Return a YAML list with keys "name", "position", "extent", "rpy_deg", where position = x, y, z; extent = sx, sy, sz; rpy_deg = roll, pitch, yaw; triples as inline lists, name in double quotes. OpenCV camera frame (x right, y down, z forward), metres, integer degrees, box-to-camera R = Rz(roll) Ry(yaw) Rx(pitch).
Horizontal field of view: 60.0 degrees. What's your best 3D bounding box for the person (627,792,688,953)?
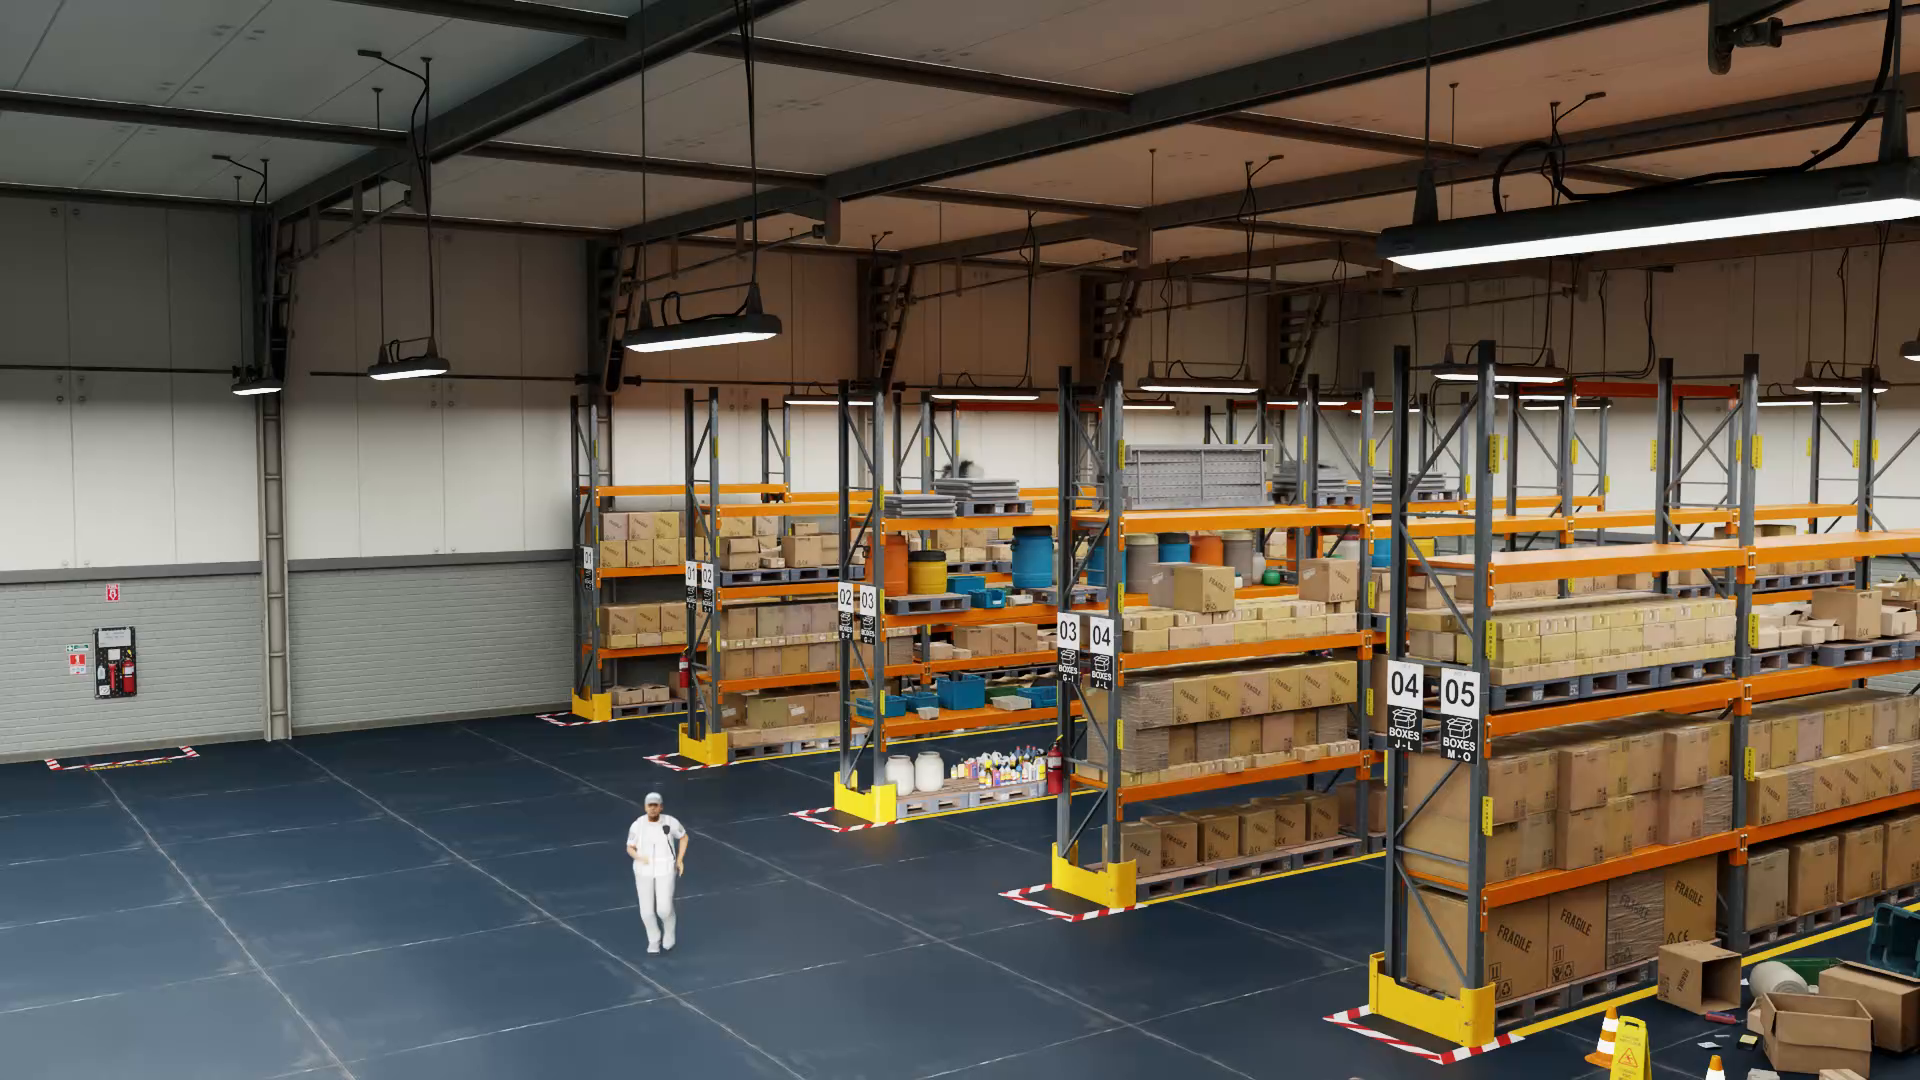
- name: "person"
  position: [-3.038, 3.341, 16.628]
  extent: [0.590, 1.629, 0.593]
  rpy_deg: [0, 3, -3]
